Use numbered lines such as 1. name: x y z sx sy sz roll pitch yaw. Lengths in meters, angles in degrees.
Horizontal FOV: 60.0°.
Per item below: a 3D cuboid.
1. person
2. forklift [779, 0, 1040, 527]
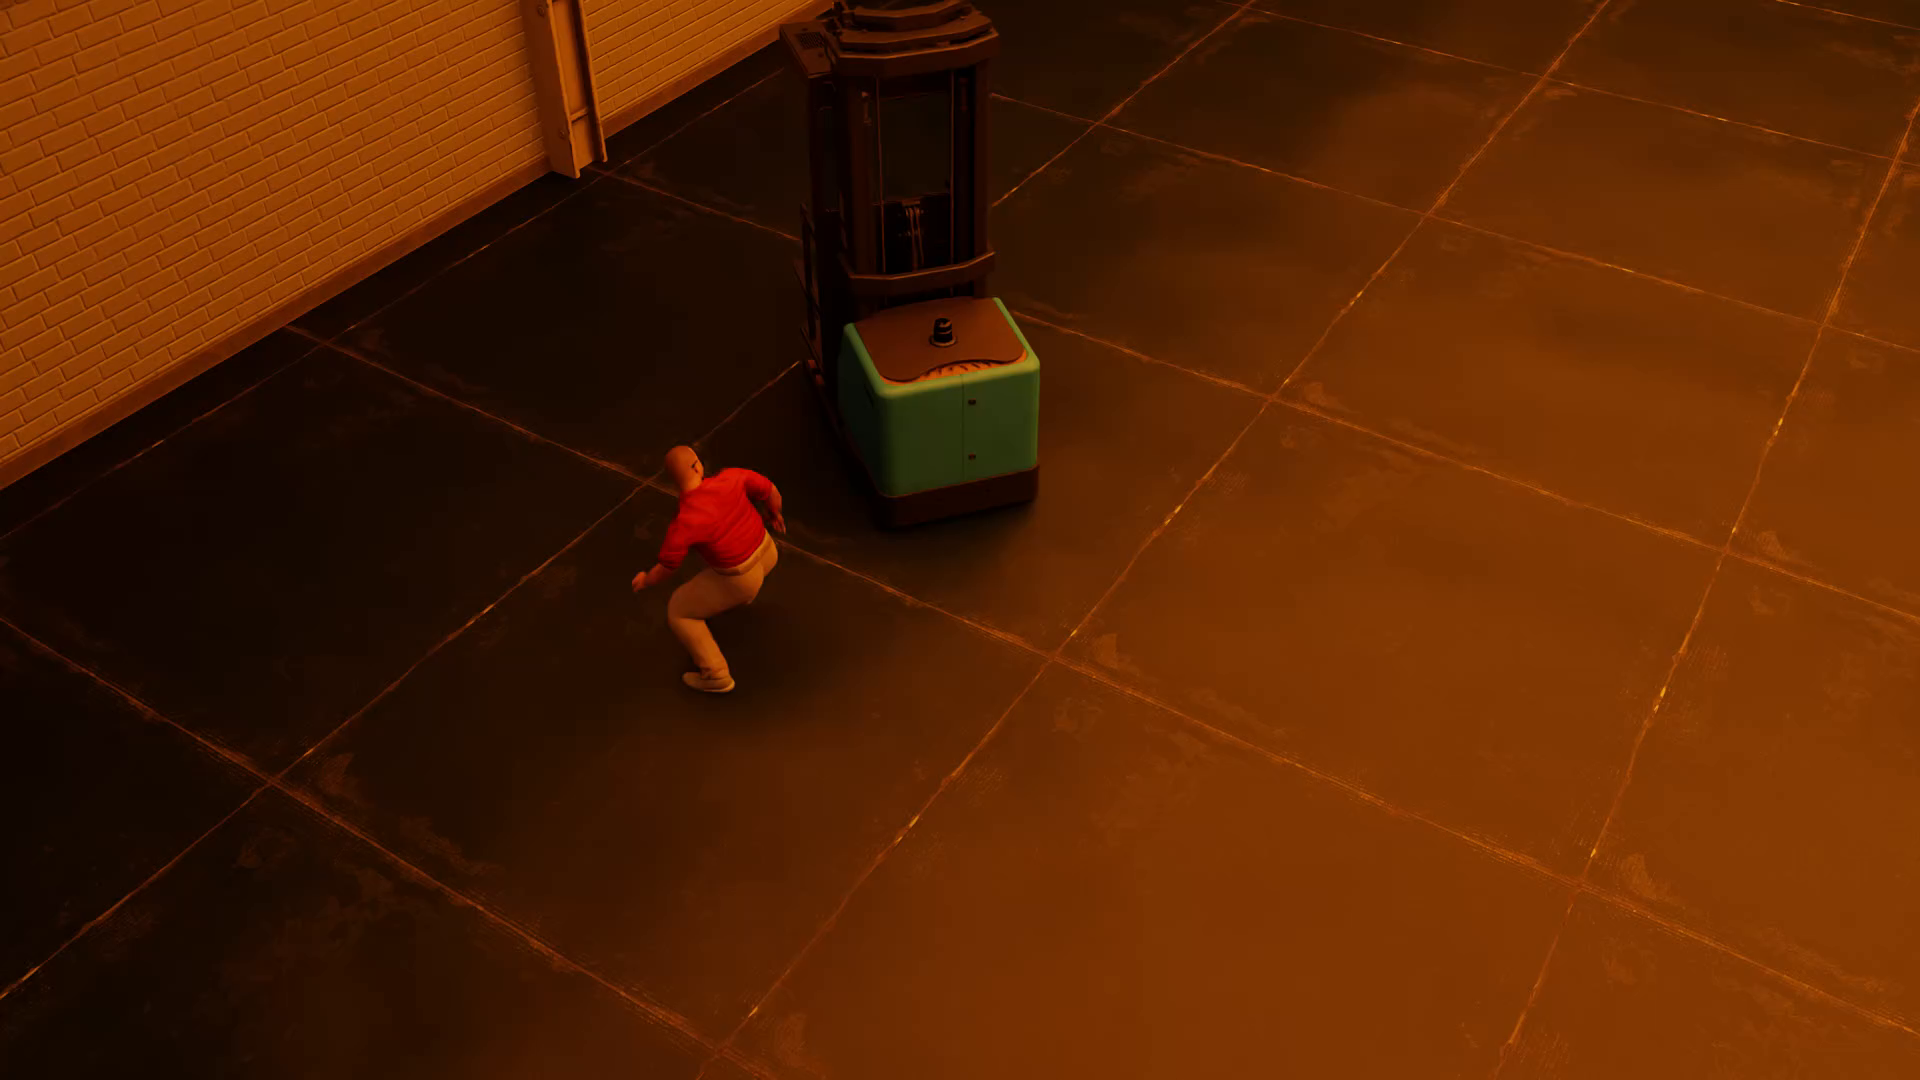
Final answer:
1. person: -1.354 0.056 9.056 0.679 1.502 0.801 20 44 22
2. forklift: -0.448 -2.157 10.513 1.130 2.935 3.031 -12 42 -14
